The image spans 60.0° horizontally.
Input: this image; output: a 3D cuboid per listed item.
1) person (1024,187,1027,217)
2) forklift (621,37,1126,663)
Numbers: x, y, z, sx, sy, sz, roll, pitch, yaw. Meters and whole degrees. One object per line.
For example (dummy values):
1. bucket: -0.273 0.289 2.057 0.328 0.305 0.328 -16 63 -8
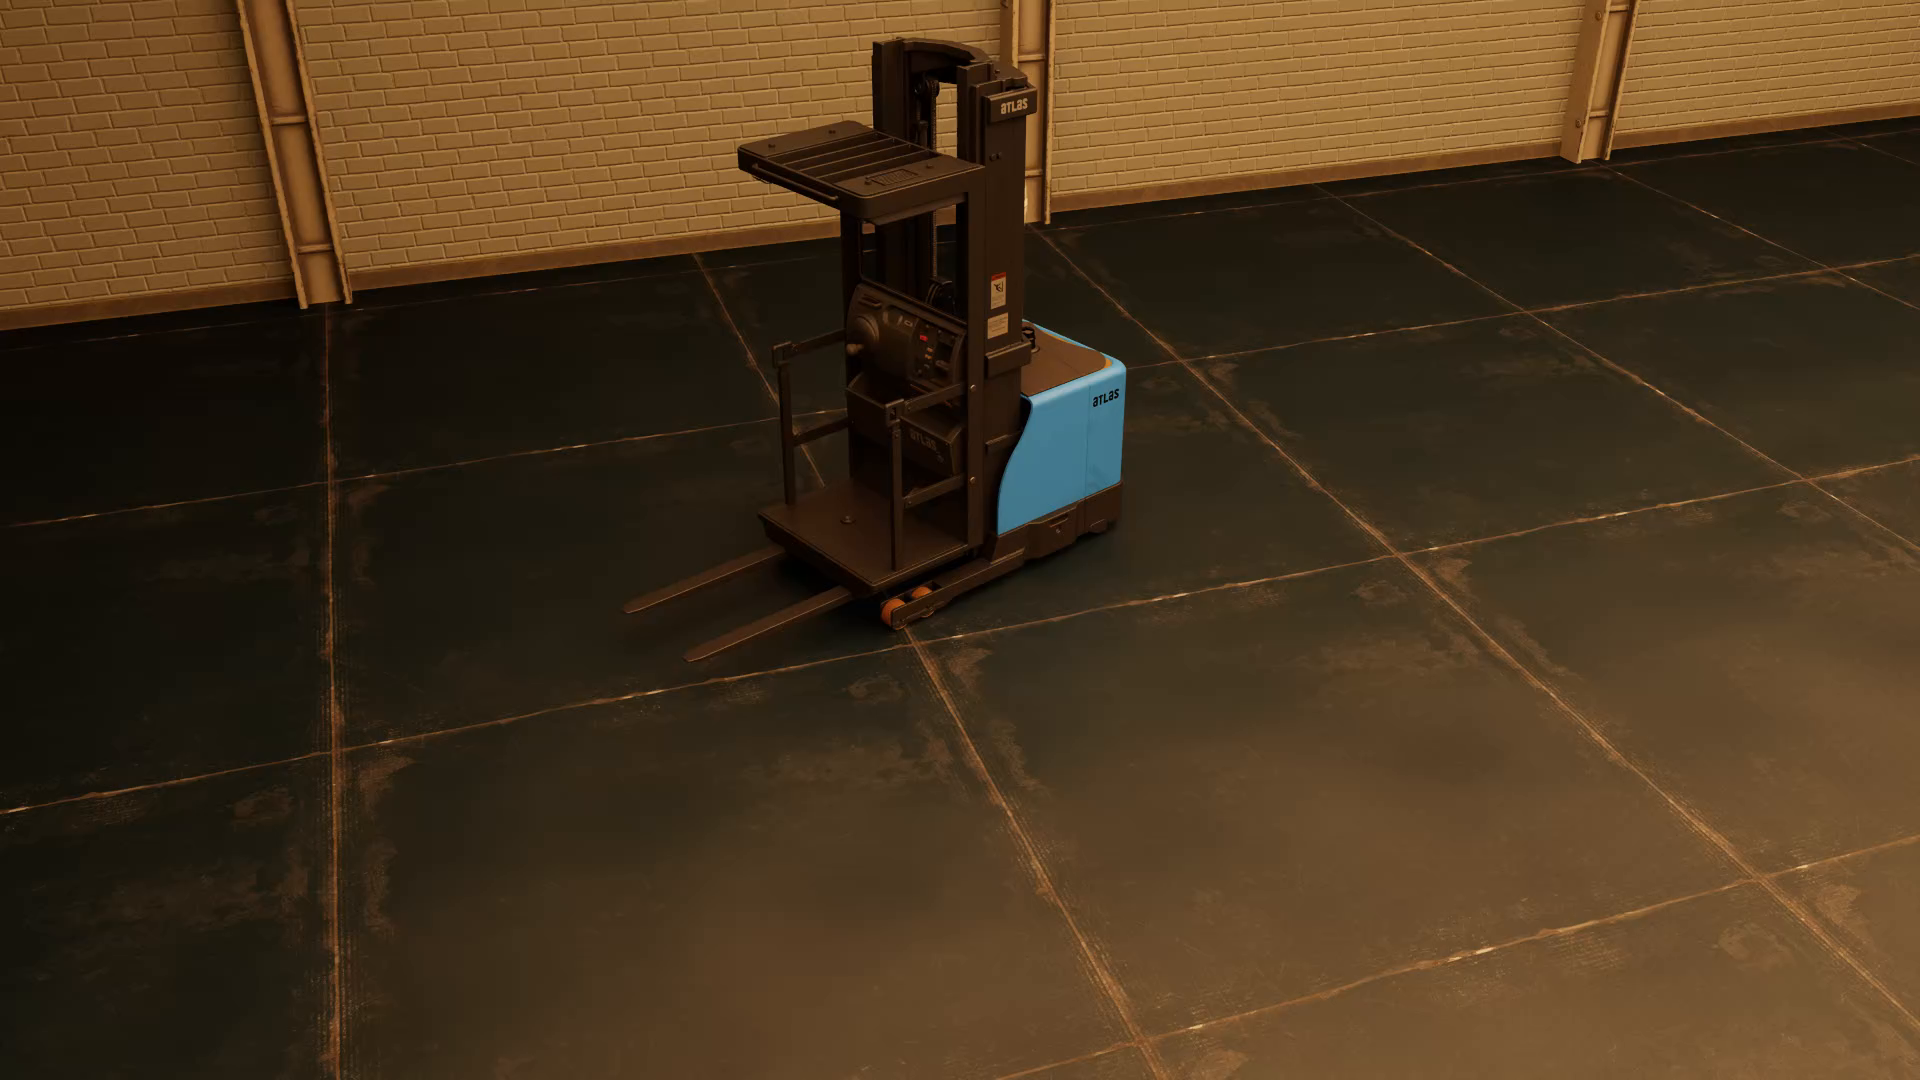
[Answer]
1. person: 0.298 -2.348 12.333 0.409 1.775 0.522 -2 30 -4
2. forklift: -0.461 -1.072 8.951 3.031 2.935 1.130 -23 37 -34
